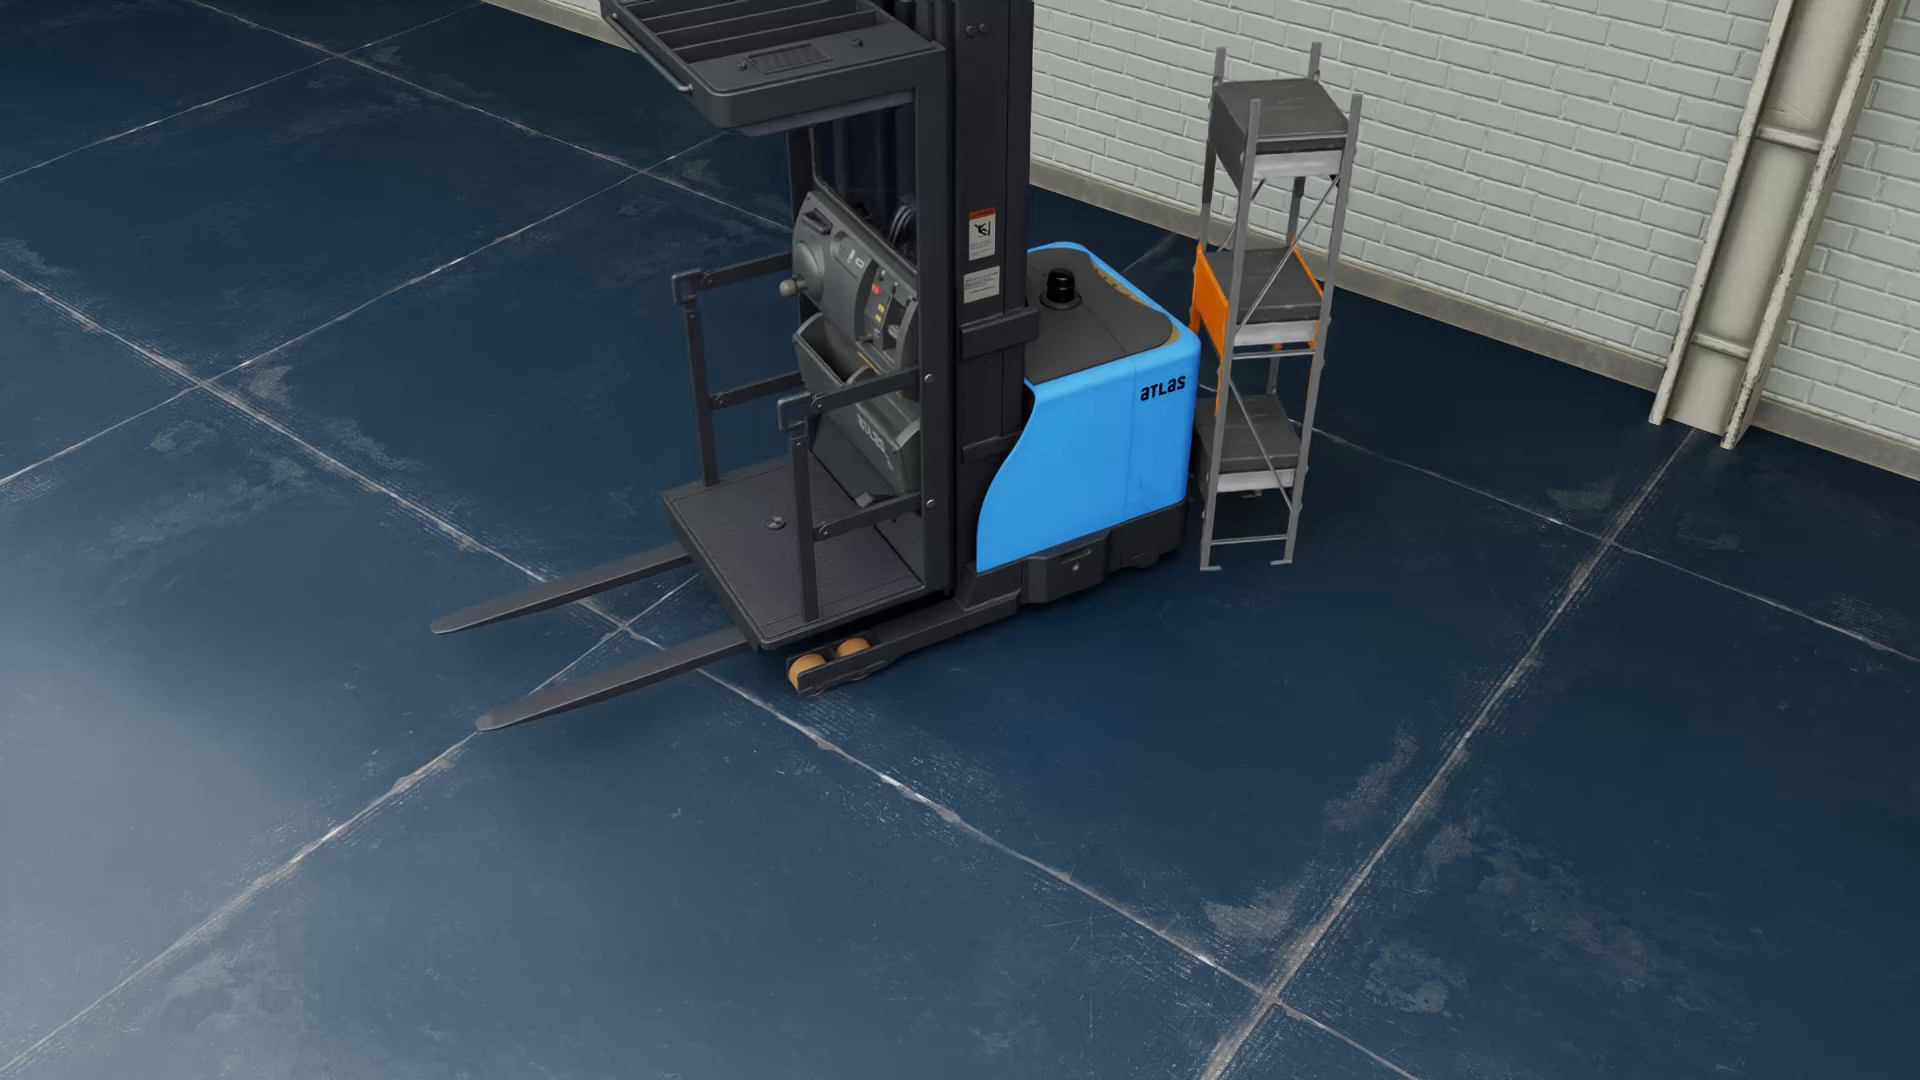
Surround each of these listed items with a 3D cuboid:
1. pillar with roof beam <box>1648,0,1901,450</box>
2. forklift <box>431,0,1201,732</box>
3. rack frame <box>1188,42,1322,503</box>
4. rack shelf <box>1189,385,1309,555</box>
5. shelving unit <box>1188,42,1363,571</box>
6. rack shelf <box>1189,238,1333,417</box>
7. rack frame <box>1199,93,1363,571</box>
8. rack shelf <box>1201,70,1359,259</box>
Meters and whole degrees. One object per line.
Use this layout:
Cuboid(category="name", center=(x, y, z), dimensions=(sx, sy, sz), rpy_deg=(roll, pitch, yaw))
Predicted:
Cuboid(category="pillar with roof beam", center=(0.935, -2.005, 2.512), dimensions=(0.400, 9.000, 9.100), rpy_deg=(25, 45, 29))
Cuboid(category="forklift", center=(-0.574, -0.919, 6.046), dimensions=(3.031, 2.935, 1.130), rpy_deg=(-19, 42, -22))
Cuboid(category="rack frame", center=(1.155, -1.014, 6.841), dimensions=(0.400, 2.100, 0.015), rpy_deg=(-5, 38, -6))
Cuboid(category="rack shelf", center=(1.188, -0.301, 7.086), dimensions=(0.431, 0.518, 0.480), rpy_deg=(-5, 38, -6))
Cuboid(category="shelving unit", center=(1.186, -0.866, 6.649), dimensions=(0.431, 2.100, 0.503), rpy_deg=(-5, 38, -6))
Cuboid(category="rack shelf", center=(1.186, -0.855, 6.657), dimensions=(0.431, 0.518, 0.480), rpy_deg=(-5, 38, -6))
Cuboid(category="rack frame", center=(1.217, -0.718, 6.458), dimensions=(0.400, 2.100, 0.015), rpy_deg=(-5, 38, -6))
Cuboid(category="rack shelf", center=(1.185, -1.409, 6.229), dimensions=(0.431, 0.518, 0.480), rpy_deg=(-5, 38, -6))
